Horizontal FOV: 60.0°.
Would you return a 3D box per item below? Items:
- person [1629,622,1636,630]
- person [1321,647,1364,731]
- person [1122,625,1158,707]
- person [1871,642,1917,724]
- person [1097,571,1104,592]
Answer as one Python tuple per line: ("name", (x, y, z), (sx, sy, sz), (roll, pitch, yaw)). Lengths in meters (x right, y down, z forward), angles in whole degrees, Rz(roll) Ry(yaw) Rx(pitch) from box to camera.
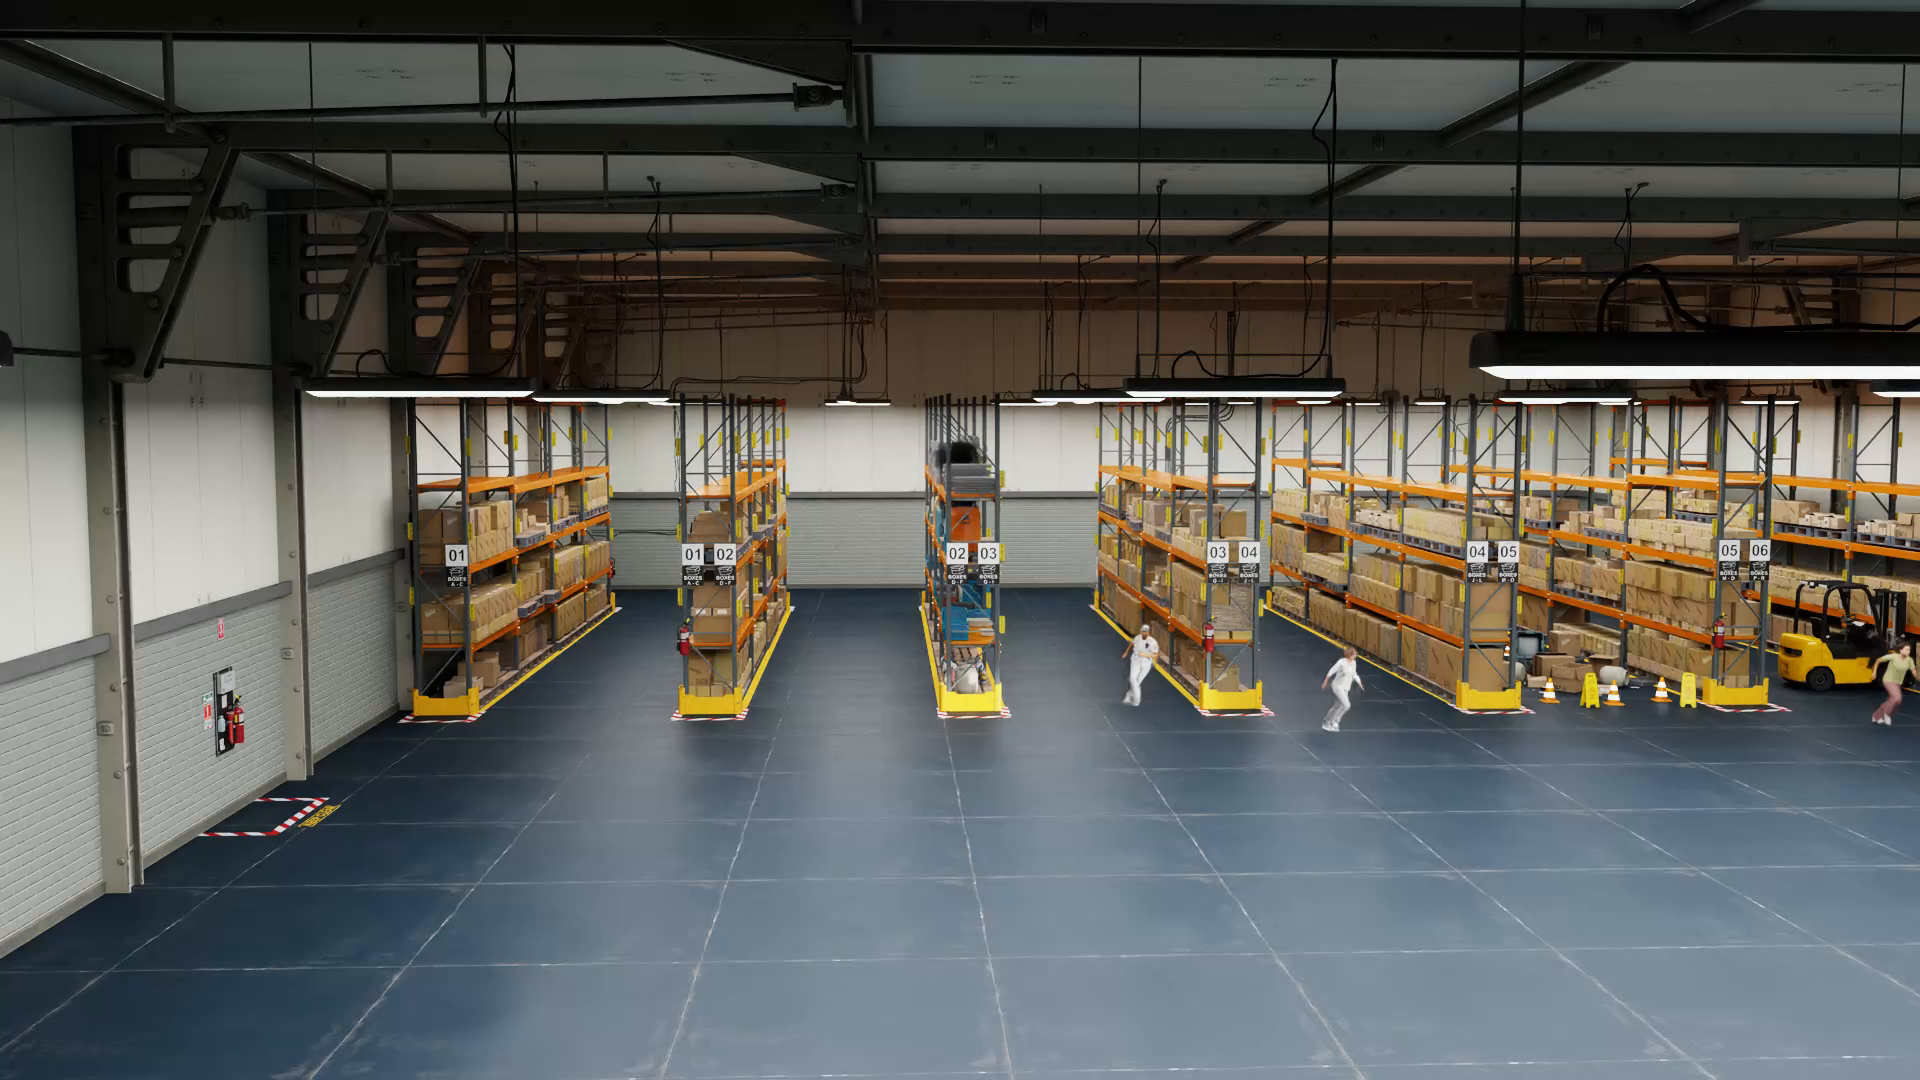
("person", (16.304, 1.730, 40.211), (0.520, 1.690, 0.756), (-1, 5, -14))
("person", (6.760, 2.649, 29.329), (0.476, 1.494, 0.748), (-4, 6, -39))
("person", (3.465, 2.392, 32.025), (0.725, 1.567, 0.680), (1, 5, 11))
("person", (16.812, 2.577, 29.905), (0.574, 1.539, 0.902), (-1, 5, -12))
("person", (4.378, 1.039, 49.876), (0.596, 1.501, 0.787), (-3, 6, -35))
